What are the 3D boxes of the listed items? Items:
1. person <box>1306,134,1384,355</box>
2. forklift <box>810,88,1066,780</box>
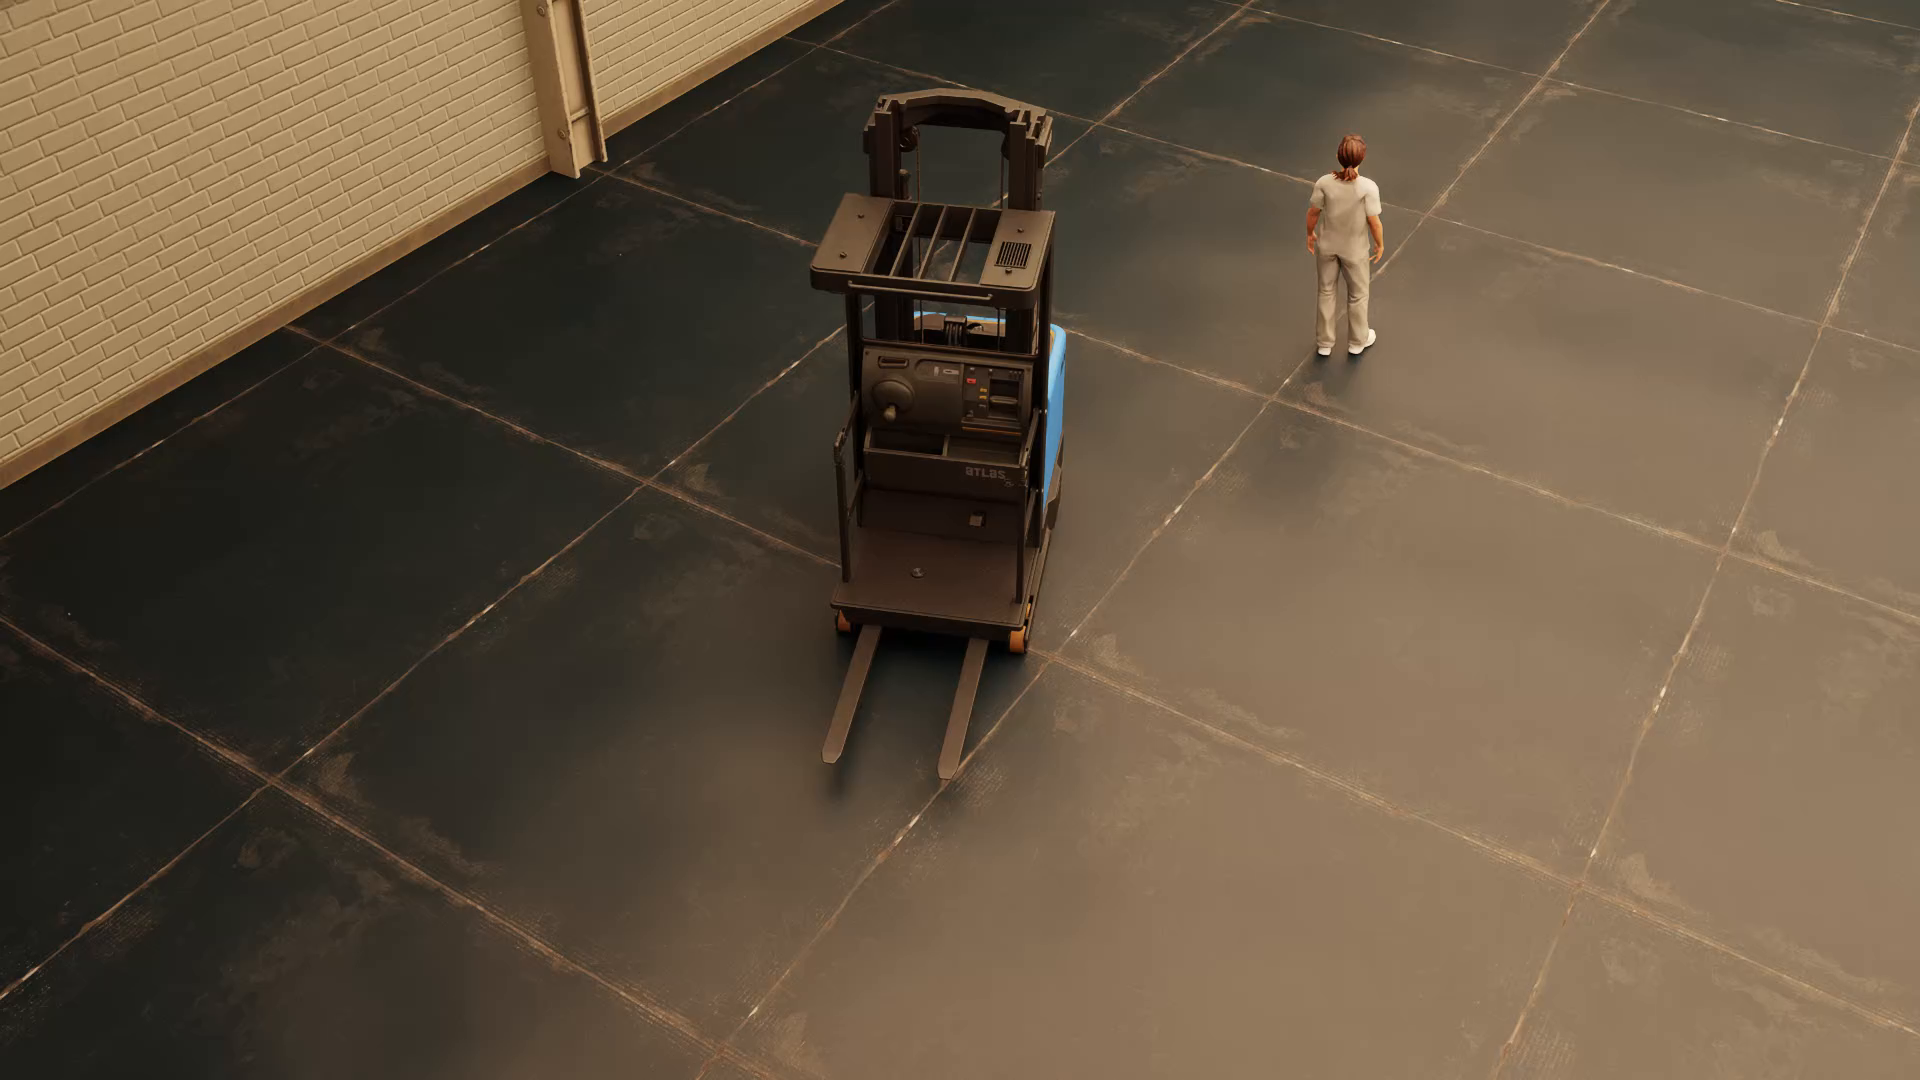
[{"bbox_3d":[2.627,-2.017,11.307,0.549,1.674,0.548,18,43,20],"label":"person"},{"bbox_3d":[-0.108,-0.731,8.830,1.130,2.935,3.031,7,41,8],"label":"forklift"}]
